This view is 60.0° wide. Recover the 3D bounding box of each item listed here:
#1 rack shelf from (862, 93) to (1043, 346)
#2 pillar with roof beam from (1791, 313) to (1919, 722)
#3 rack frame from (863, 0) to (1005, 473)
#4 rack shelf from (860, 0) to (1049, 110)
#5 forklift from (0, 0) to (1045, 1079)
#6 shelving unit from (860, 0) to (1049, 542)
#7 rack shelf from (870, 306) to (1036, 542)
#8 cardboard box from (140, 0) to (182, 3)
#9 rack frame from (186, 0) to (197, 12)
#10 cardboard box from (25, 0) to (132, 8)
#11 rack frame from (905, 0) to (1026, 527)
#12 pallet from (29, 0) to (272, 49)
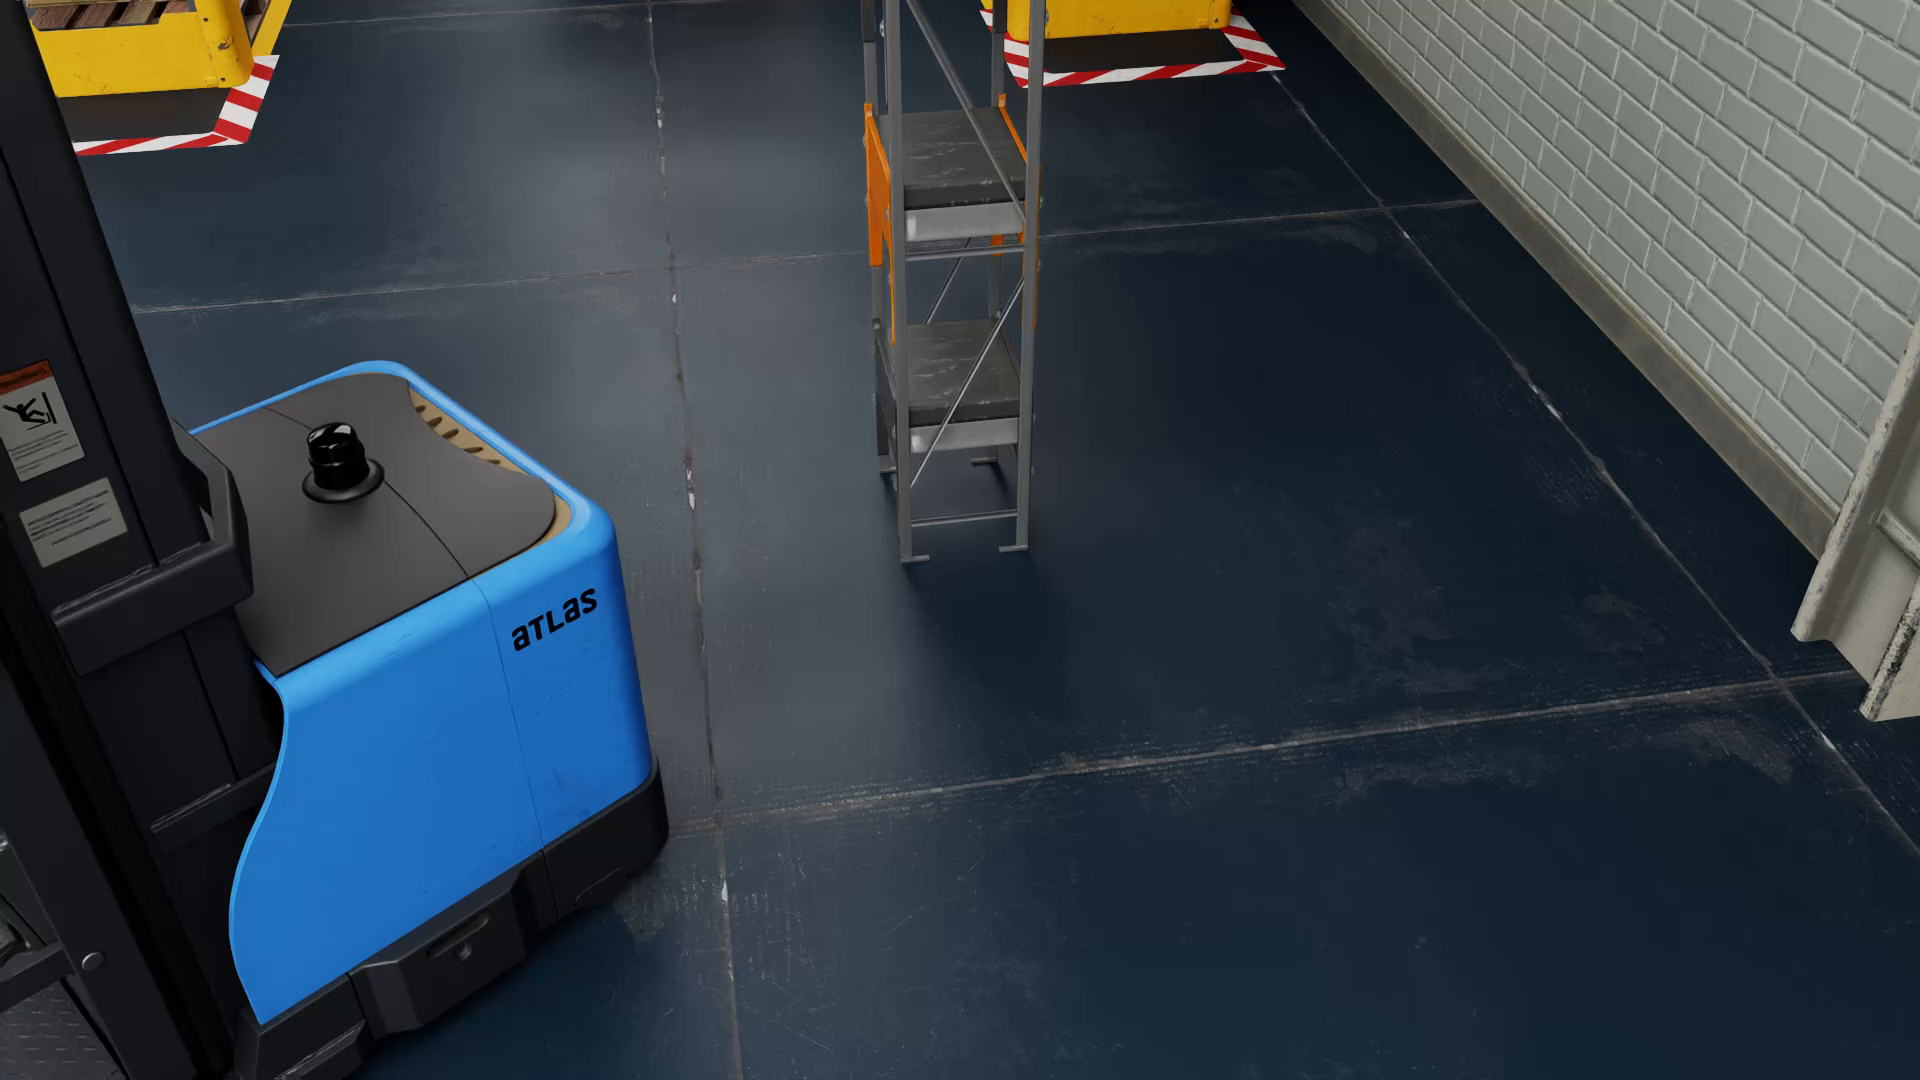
[{"bbox_3d":[-0.029,-0.918,4.743,0.431,0.518,0.480,-6,38,-8],"label":"rack shelf"},{"bbox_3d":[-1.603,-2.724,1.421,9.100,9.000,0.400,-6,38,-8],"label":"pillar with roof beam"},{"bbox_3d":[-0.072,-1.077,4.924,0.400,2.100,0.015,-6,38,-8],"label":"rack frame"},{"bbox_3d":[-0.029,-1.471,4.313,0.431,0.518,0.480,-6,38,-8],"label":"rack shelf"},{"bbox_3d":[-1.589,-0.261,3.197,4.560,2.935,1.130,-31,48,-34],"label":"forklift"},{"bbox_3d":[-0.029,-0.930,4.736,0.431,2.100,0.499,-6,38,-8],"label":"shelving unit"},{"bbox_3d":[-0.029,-0.366,5.172,0.431,0.518,0.480,-6,38,-8],"label":"rack shelf"},{"bbox_3d":[-3.937,-2.985,8.547,0.500,0.250,0.500,-7,38,-8],"label":"cardboard box"},{"bbox_3d":[-4.068,-3.388,7.166,1.000,3.000,0.127,-6,38,-8],"label":"rack frame"},{"bbox_3d":[-4.479,-2.942,8.491,0.500,0.250,0.500,-6,38,-8],"label":"cardboard box"},{"bbox_3d":[0.015,-0.782,4.545,0.380,1.831,0.006,-6,38,-8],"label":"rack frame"},{"bbox_3d":[-4.189,-2.828,8.718,1.003,0.211,1.213,-6,38,-8],"label":"pallet"}]
